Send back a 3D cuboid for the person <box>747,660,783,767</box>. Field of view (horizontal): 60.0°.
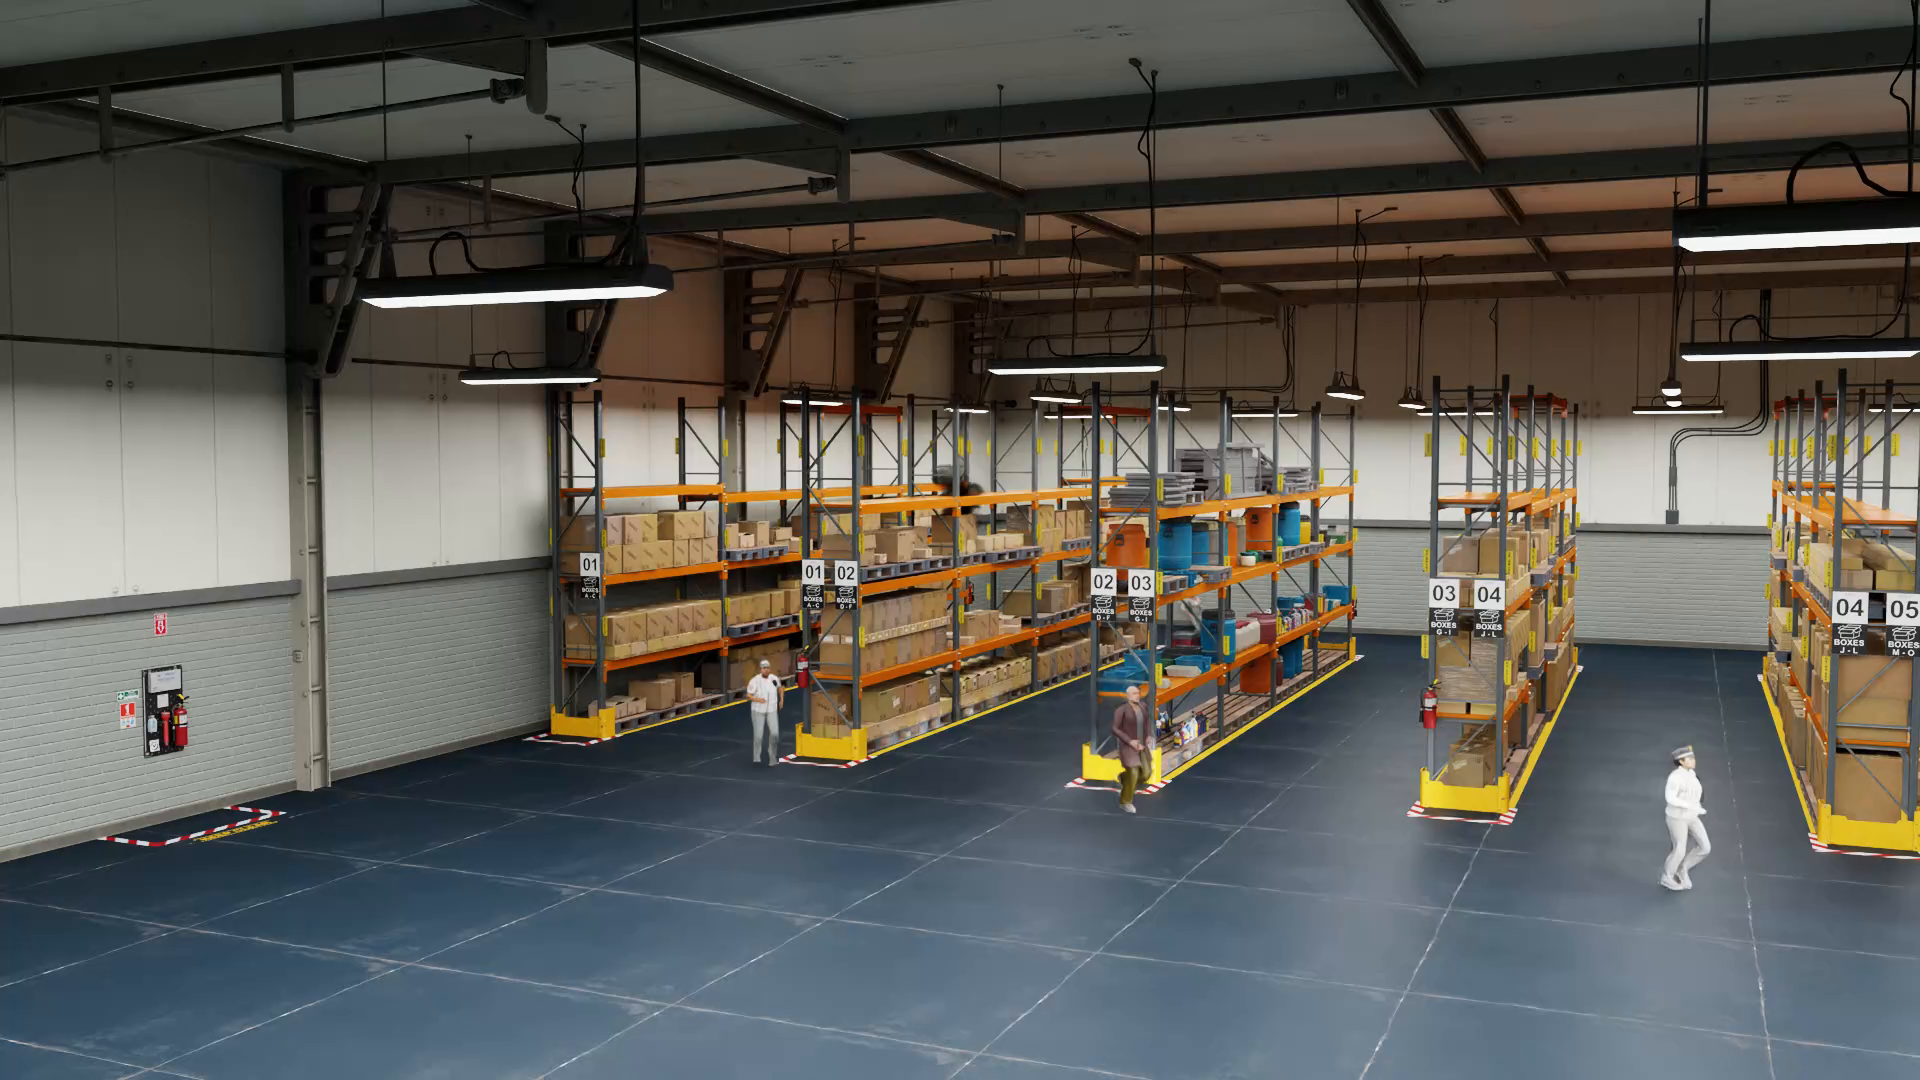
[{"bbox_3d":[-3.051,2.745,26.202,0.633,1.721,0.685,-1,3,-20],"label":"person"}]

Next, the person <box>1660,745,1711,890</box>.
[{"bbox_3d":[8.165,3.131,18.695,0.619,1.656,0.600,-2,4,-32],"label":"person"}]

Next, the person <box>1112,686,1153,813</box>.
[{"bbox_3d":[2.395,2.876,22.947,0.746,1.744,0.702,-2,4,-34],"label":"person"}]

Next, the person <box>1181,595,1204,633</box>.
[{"bbox_3d":[5.852,1.945,41.431,0.542,1.535,0.534,-2,4,-29],"label":"person"}]
